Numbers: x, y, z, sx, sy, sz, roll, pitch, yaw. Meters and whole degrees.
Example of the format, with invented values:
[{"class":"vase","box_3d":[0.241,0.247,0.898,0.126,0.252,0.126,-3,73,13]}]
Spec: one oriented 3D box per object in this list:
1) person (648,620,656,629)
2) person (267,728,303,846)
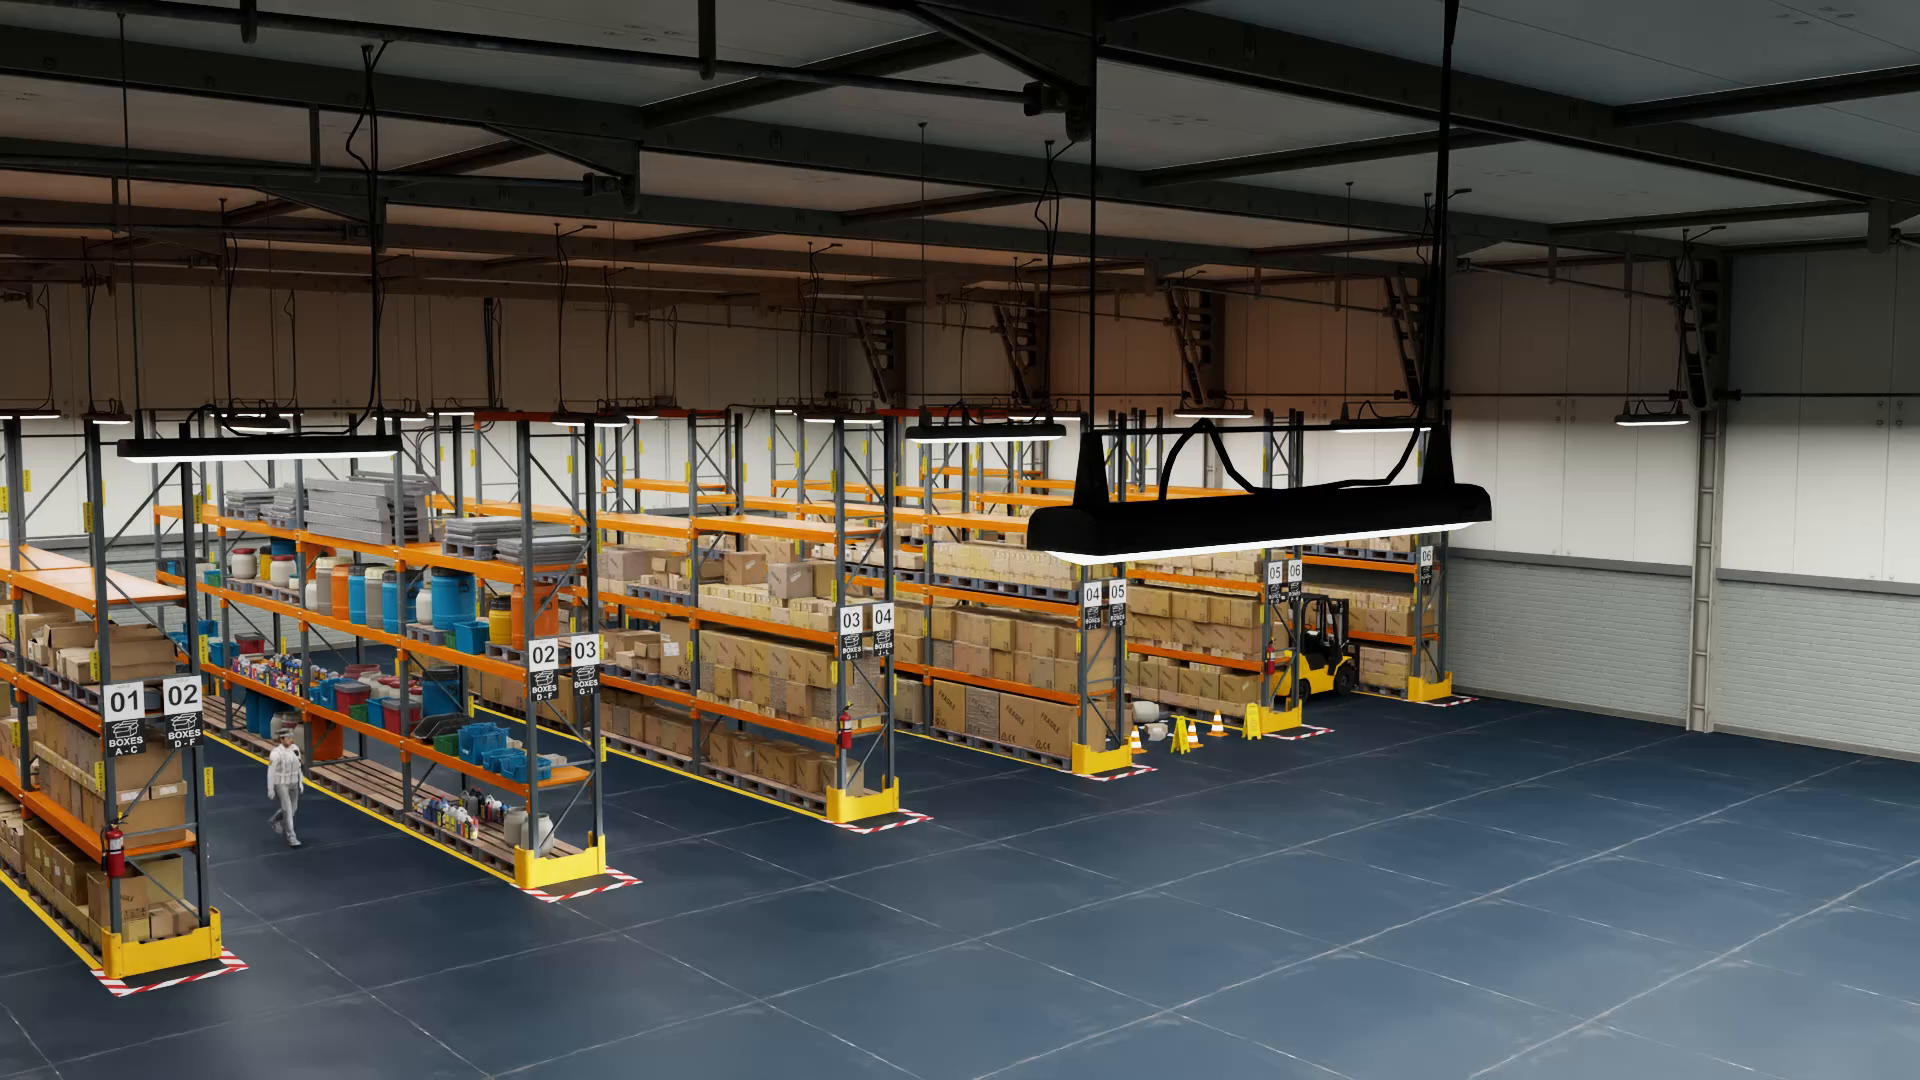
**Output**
[{"class":"person","box_3d":[-8.337,1.502,44.911,0.564,1.749,0.938,1,5,11]},{"class":"person","box_3d":[-9.527,3.448,23.498,0.892,1.628,0.516,3,6,31]}]
